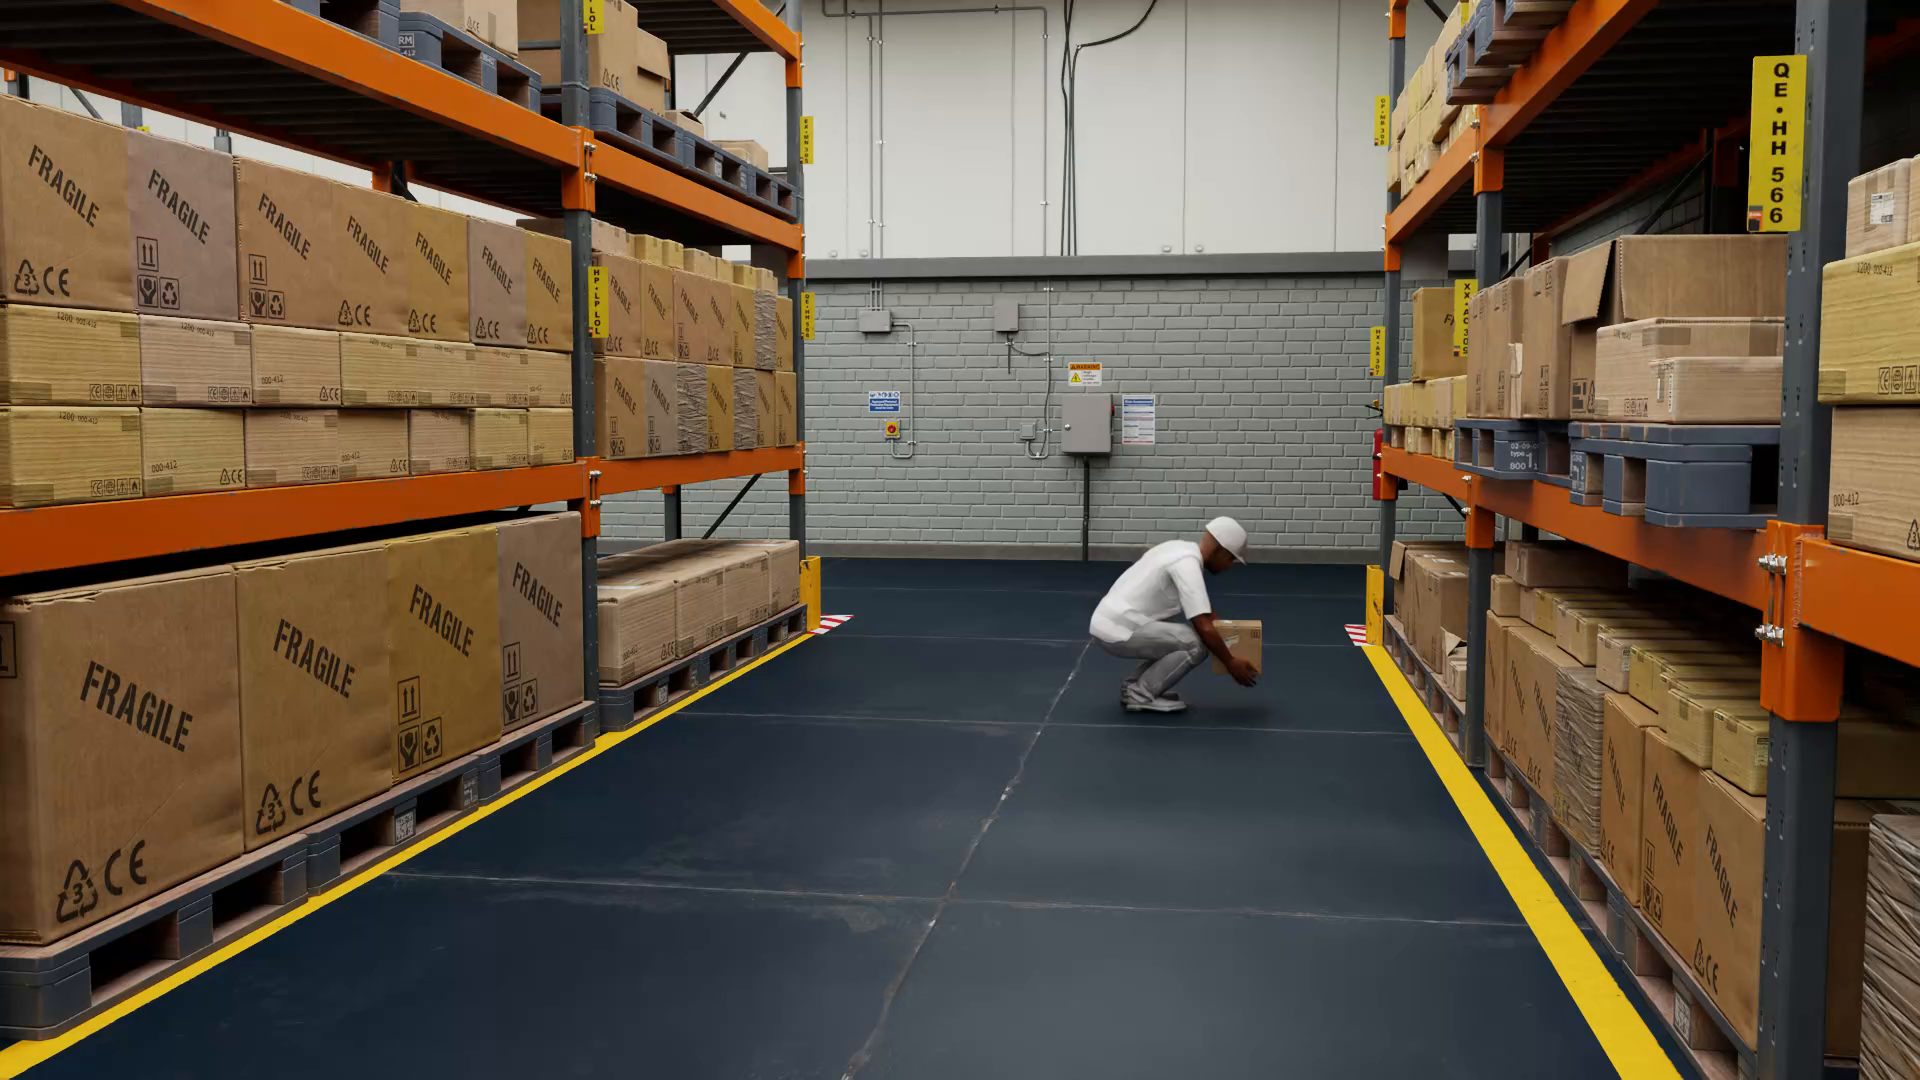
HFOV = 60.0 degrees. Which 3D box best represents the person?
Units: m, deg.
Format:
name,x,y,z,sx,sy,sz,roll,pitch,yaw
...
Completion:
name,x,y,z,sx,sy,sz,roll,pitch,yaw
person,1.107,0.378,8.621,0.867,1.001,0.592,1,4,9
